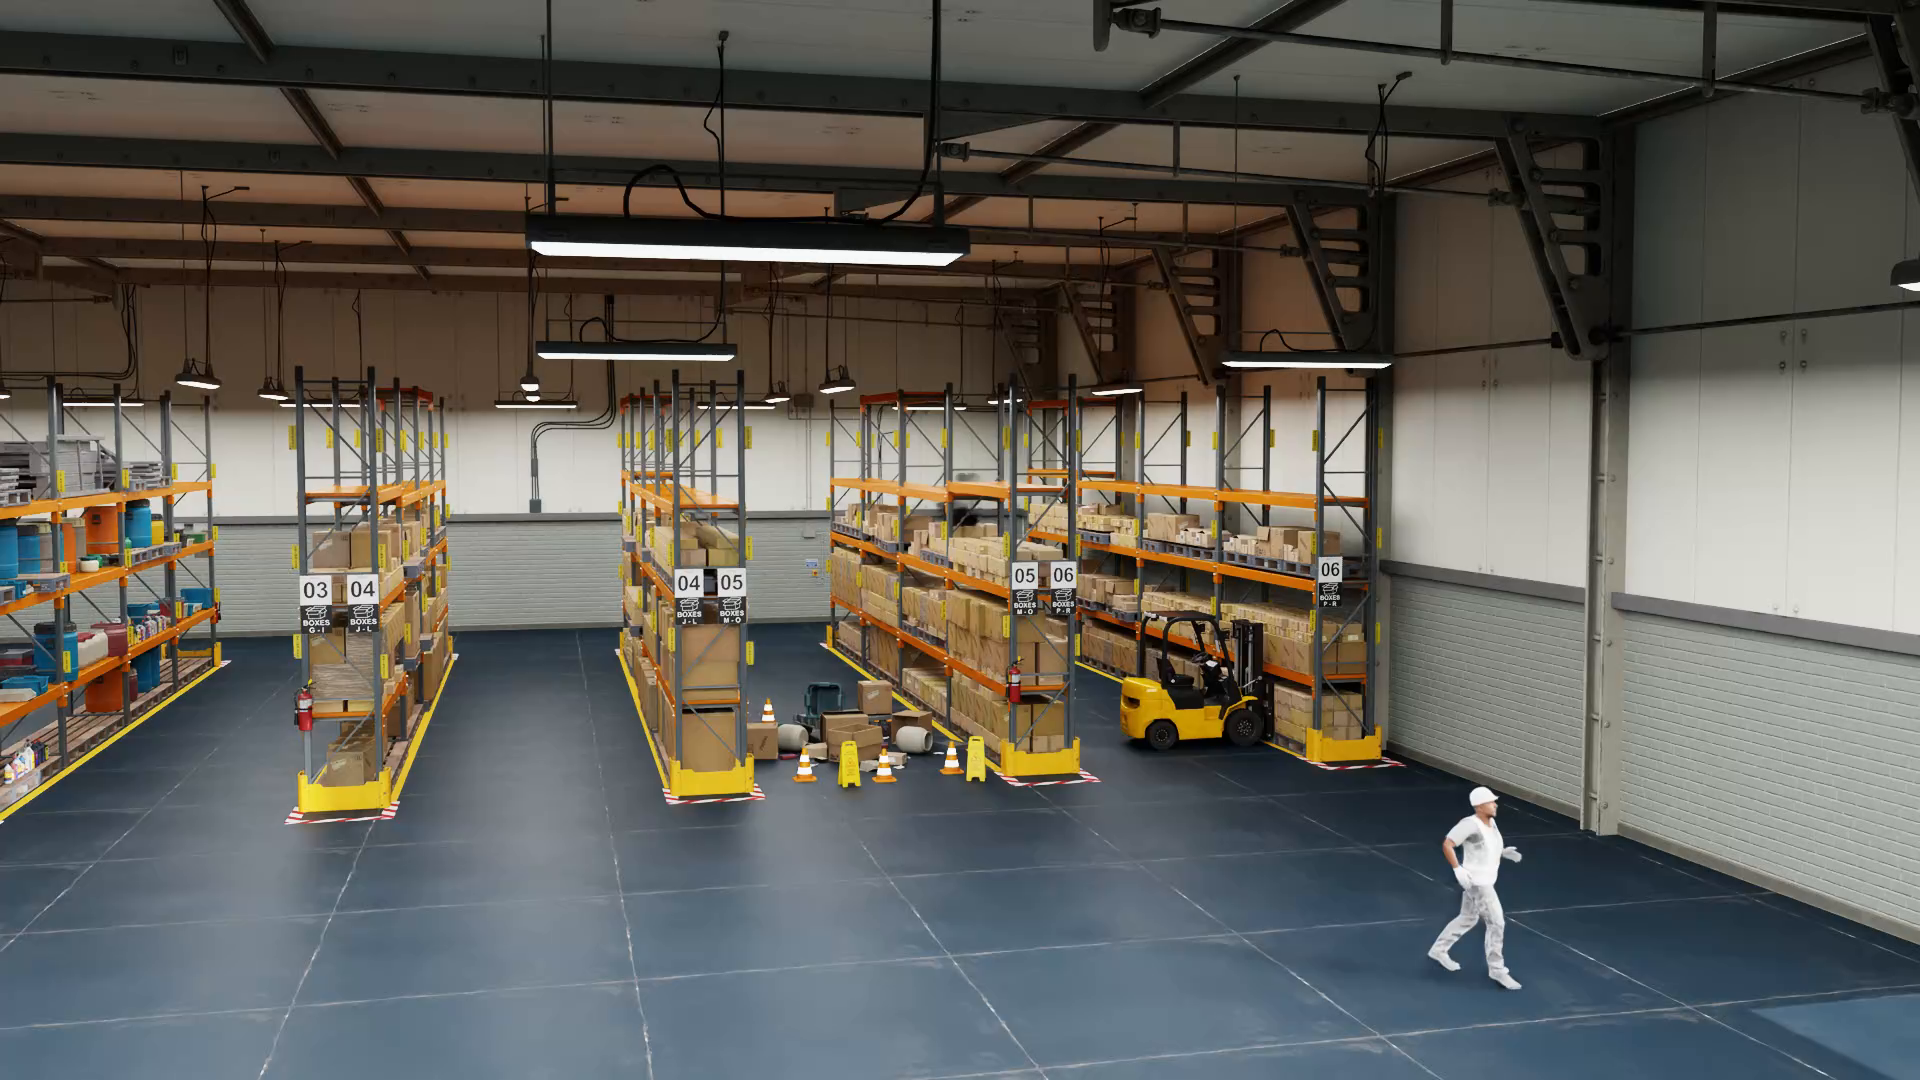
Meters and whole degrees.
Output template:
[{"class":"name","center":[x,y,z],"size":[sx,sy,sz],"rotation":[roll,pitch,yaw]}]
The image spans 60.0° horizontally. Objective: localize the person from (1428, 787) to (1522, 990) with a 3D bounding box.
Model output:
[{"class":"person","center":[4.787,3.185,15.419],"size":[0.860,1.817,0.668],"rotation":[2,4,25]}]
